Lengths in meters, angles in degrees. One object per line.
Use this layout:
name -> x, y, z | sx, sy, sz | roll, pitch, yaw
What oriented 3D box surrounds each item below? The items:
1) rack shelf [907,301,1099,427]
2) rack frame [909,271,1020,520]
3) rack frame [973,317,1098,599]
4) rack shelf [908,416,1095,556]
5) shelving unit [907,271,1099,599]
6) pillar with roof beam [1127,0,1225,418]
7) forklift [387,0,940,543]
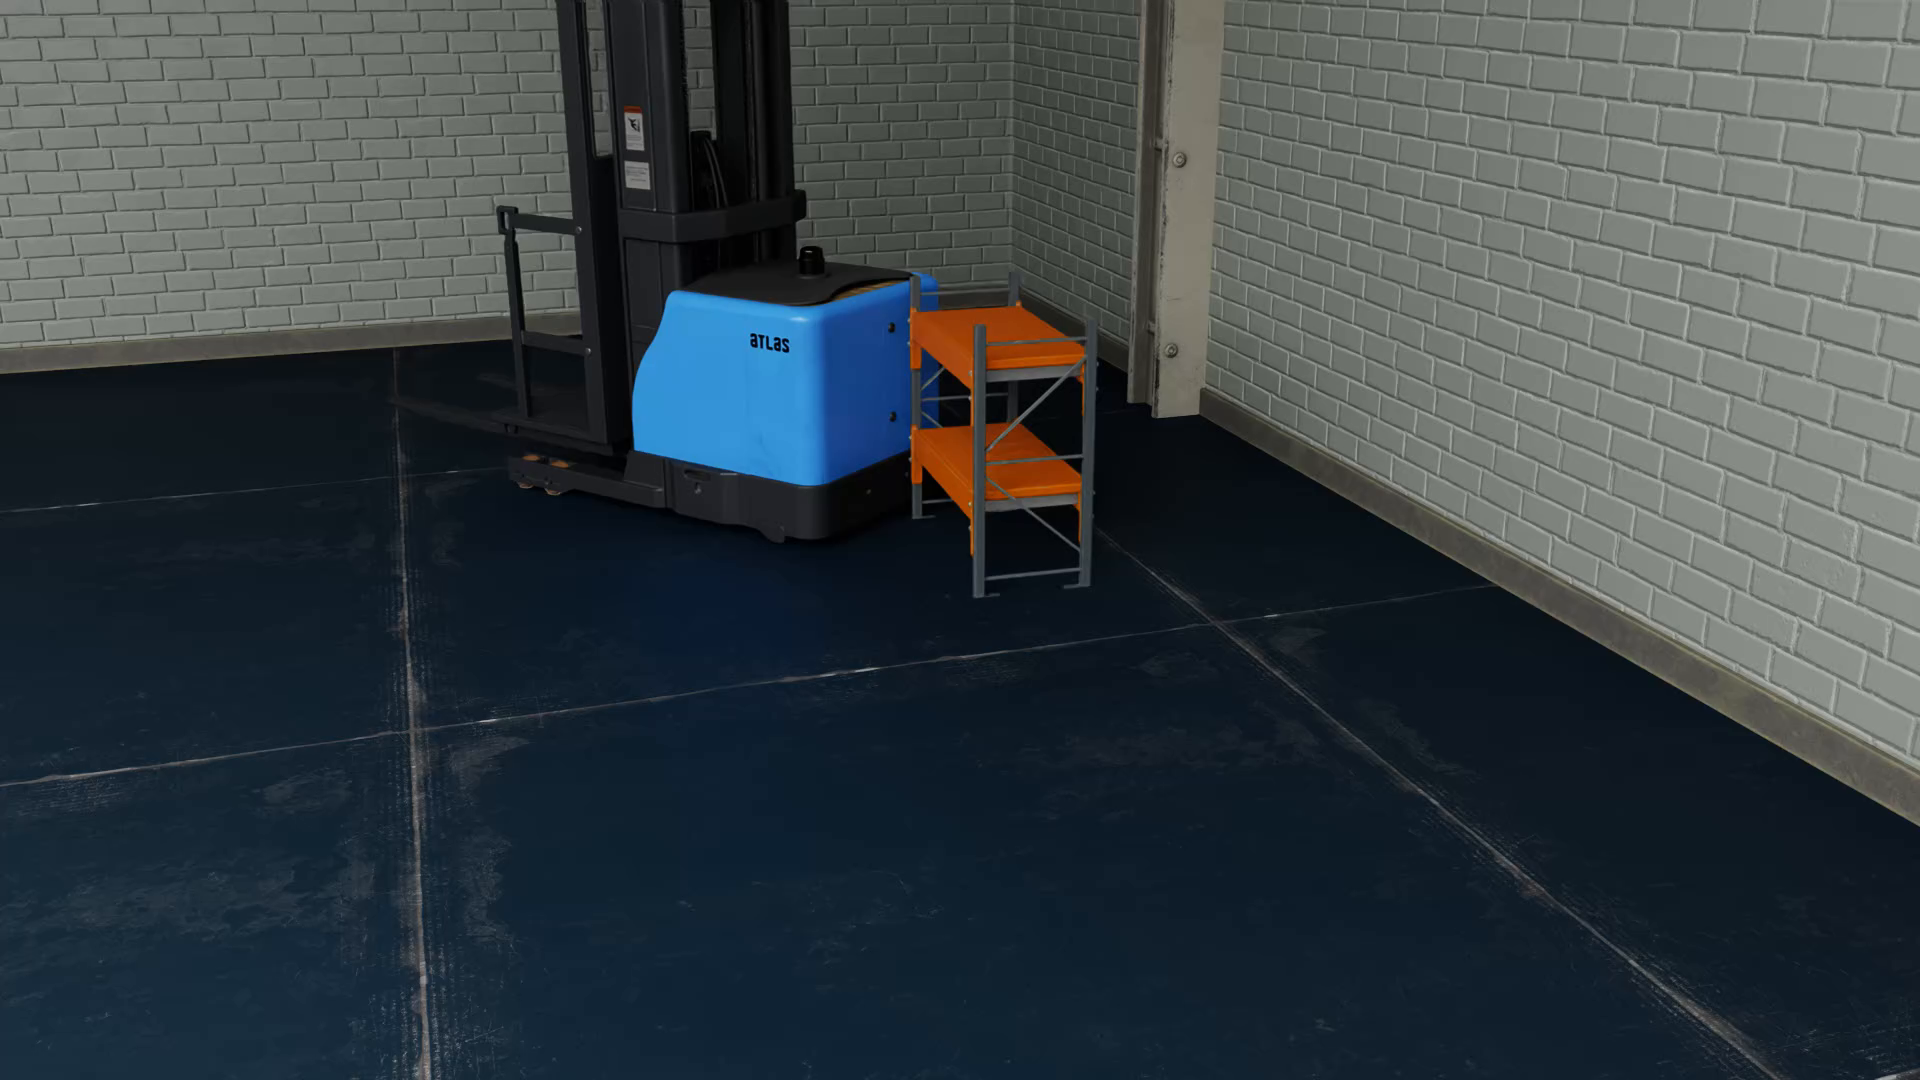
rack shelf -> 0.159, -0.758, 6.998 | 0.538, 0.278, 1.000 | -5, 20, -15
rack frame -> 0.022, -0.648, 7.558 | 0.500, 1.125, 0.032 | -5, 20, -15
rack frame -> 0.297, -0.318, 6.637 | 0.500, 1.125, 0.032 | -5, 20, -15
rack shelf -> 0.159, -0.253, 7.180 | 0.538, 0.278, 1.000 | -5, 20, -15
shelving unit -> 0.159, -0.483, 7.097 | 0.538, 1.125, 1.048 | -5, 20, -15
pillar with roof beam -> -2.910, -4.539, 6.742 | 9.100, 9.000, 0.400 | -6, 21, -17
forklift -> -1.595, -1.727, 7.888 | 3.031, 2.935, 1.130 | 12, 23, 31
